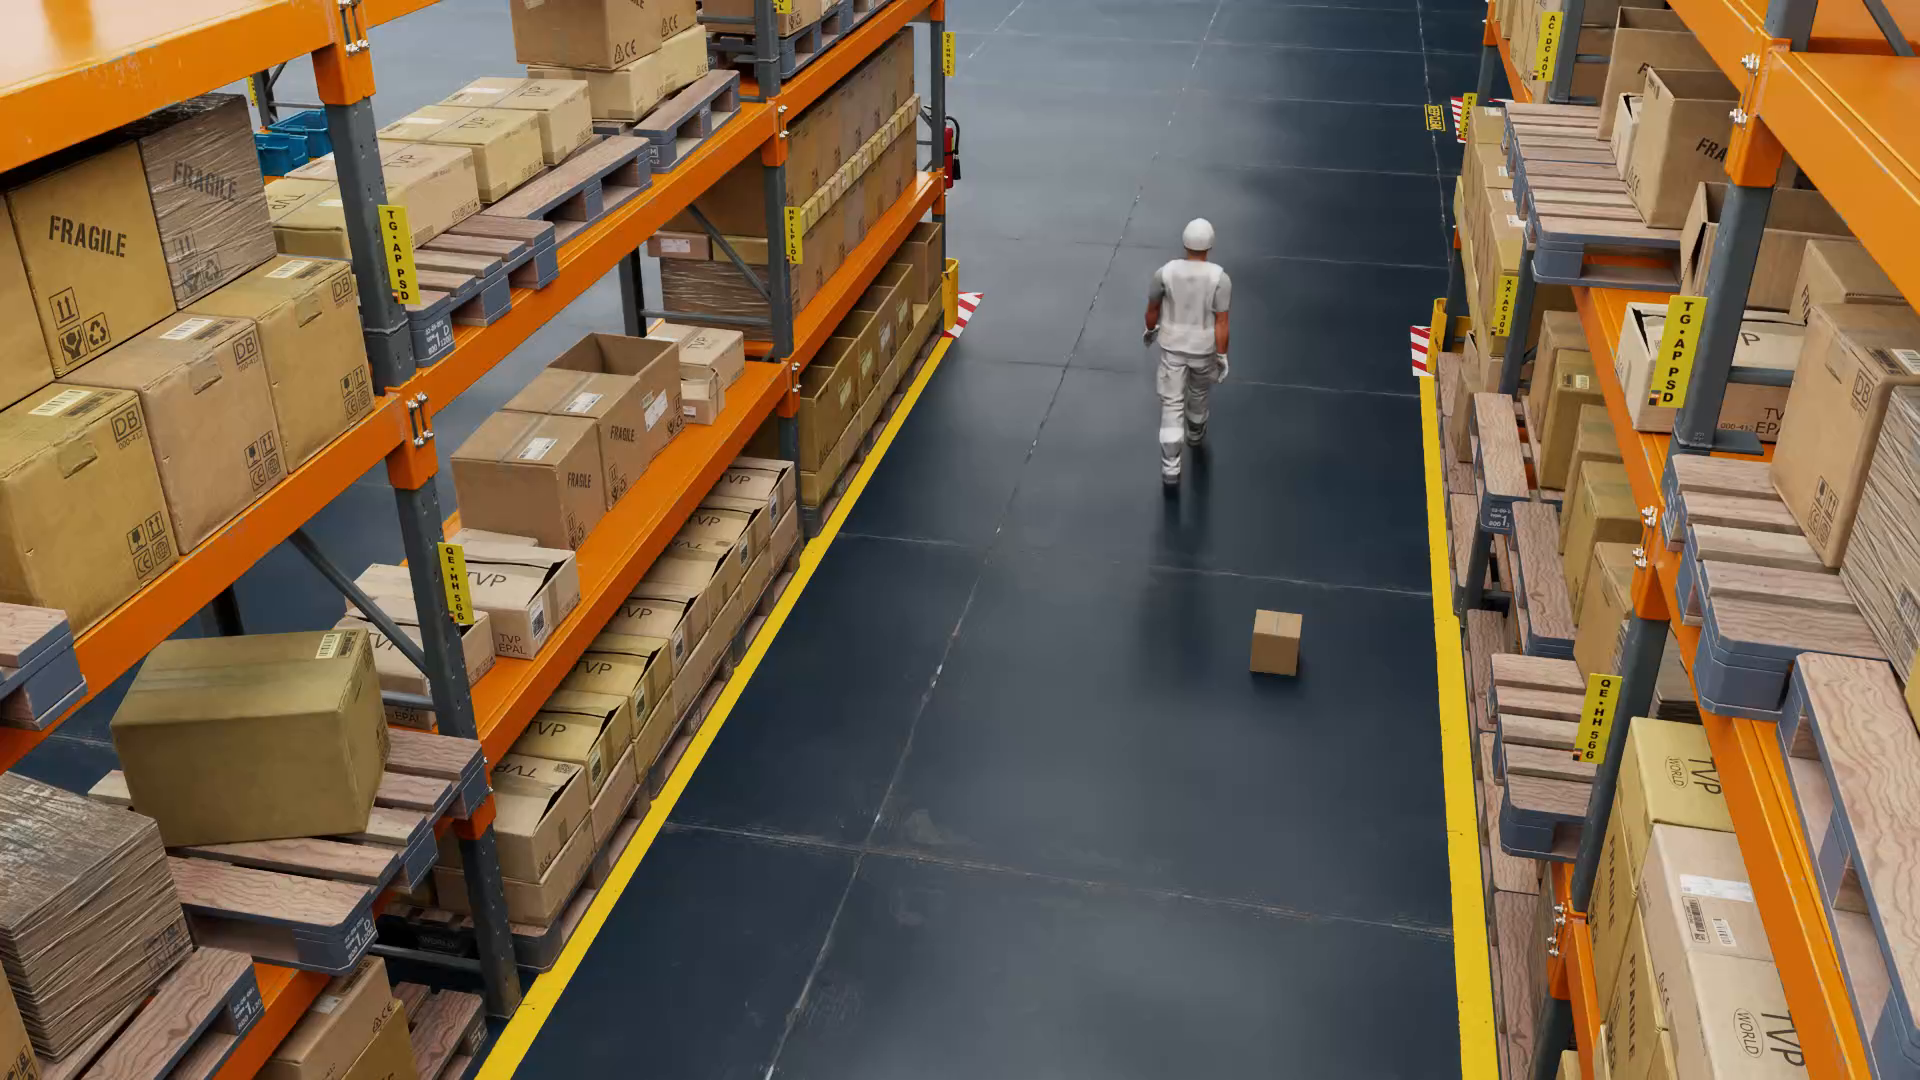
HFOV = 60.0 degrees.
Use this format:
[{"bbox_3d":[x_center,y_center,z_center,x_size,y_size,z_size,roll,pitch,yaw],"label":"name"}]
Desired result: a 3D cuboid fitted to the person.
[{"bbox_3d":[1.494,-1.310,11.008,0.583,1.740,1.057,4,29,8],"label":"person"}]
